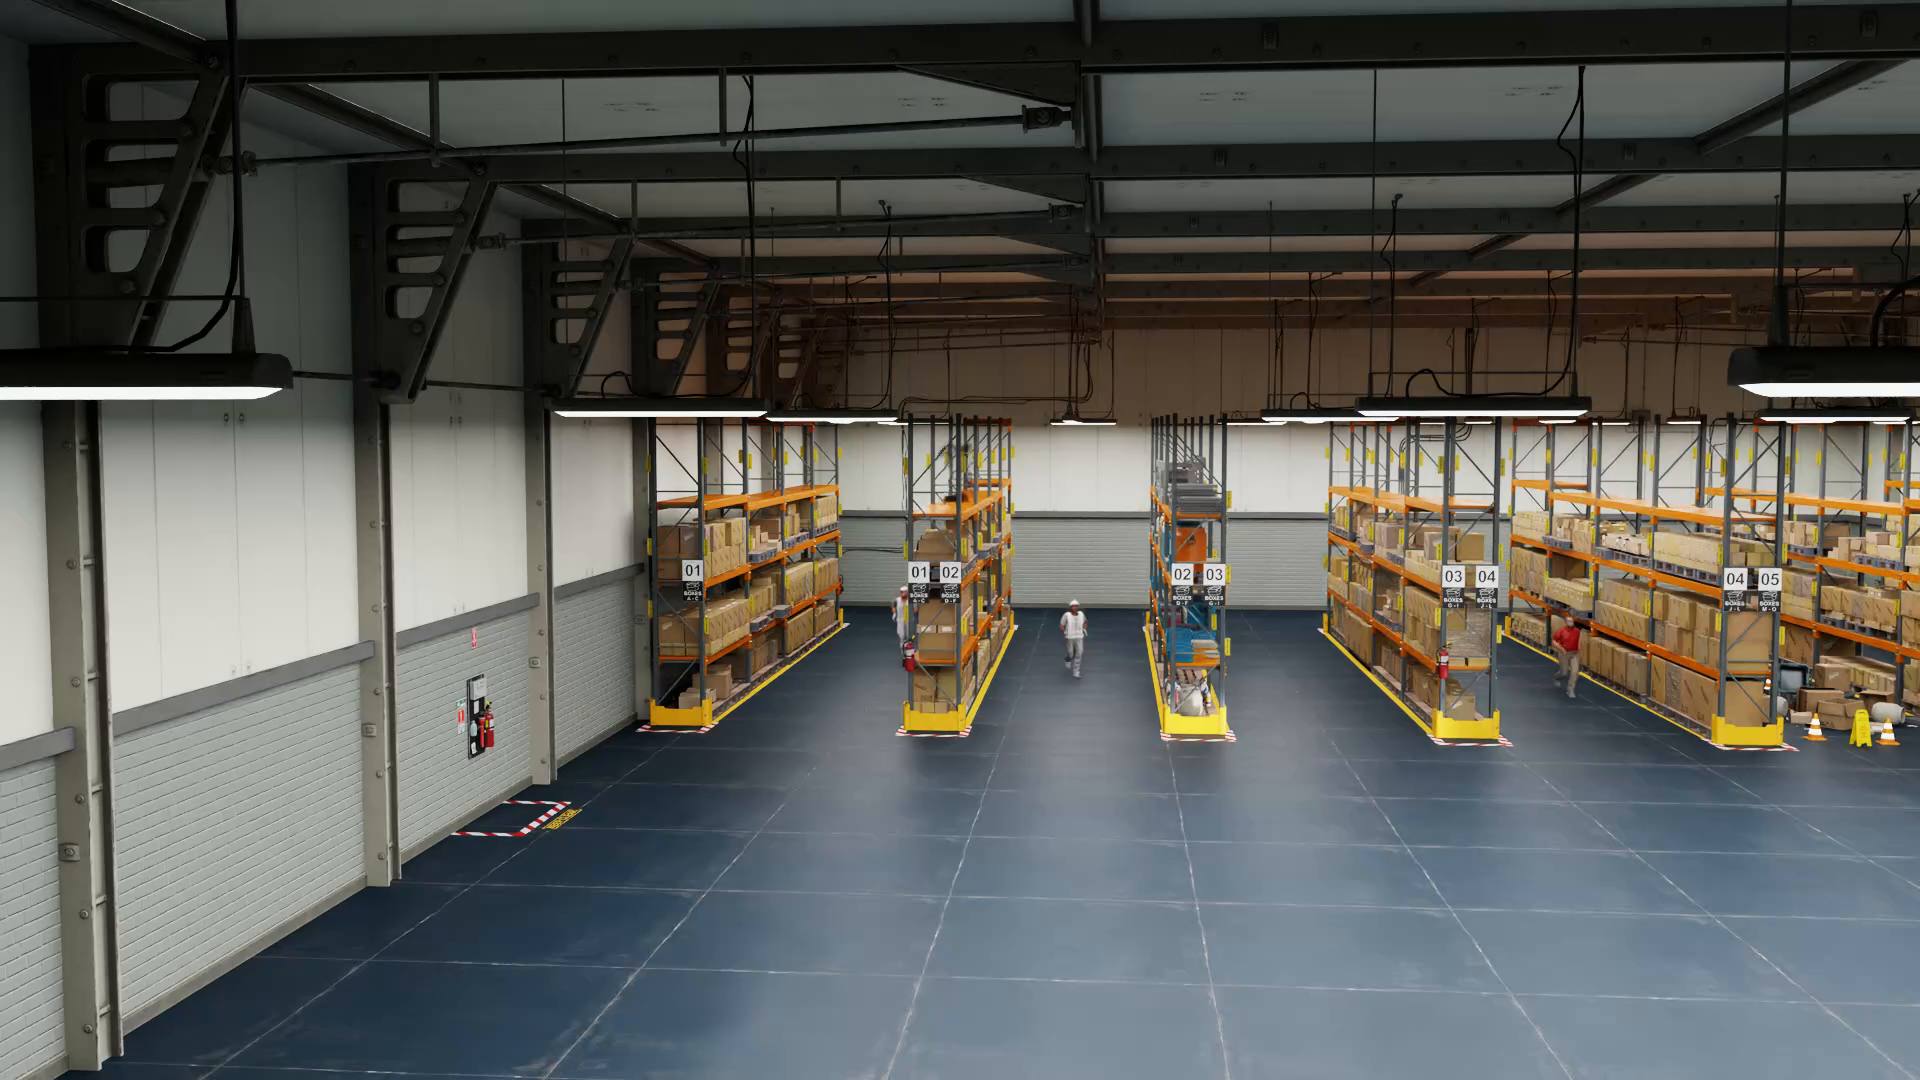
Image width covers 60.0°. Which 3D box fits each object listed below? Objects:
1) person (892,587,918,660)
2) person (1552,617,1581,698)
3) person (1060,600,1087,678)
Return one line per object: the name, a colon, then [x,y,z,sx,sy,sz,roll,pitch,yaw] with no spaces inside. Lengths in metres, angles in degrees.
person: [-1.381,2.043,41.276,0.664,1.787,0.902,0,4,3]
person: [13.028,2.500,35.663,0.673,1.735,0.814,0,4,-3]
person: [2.636,2.268,38.367,0.683,1.765,0.849,-1,4,-10]
